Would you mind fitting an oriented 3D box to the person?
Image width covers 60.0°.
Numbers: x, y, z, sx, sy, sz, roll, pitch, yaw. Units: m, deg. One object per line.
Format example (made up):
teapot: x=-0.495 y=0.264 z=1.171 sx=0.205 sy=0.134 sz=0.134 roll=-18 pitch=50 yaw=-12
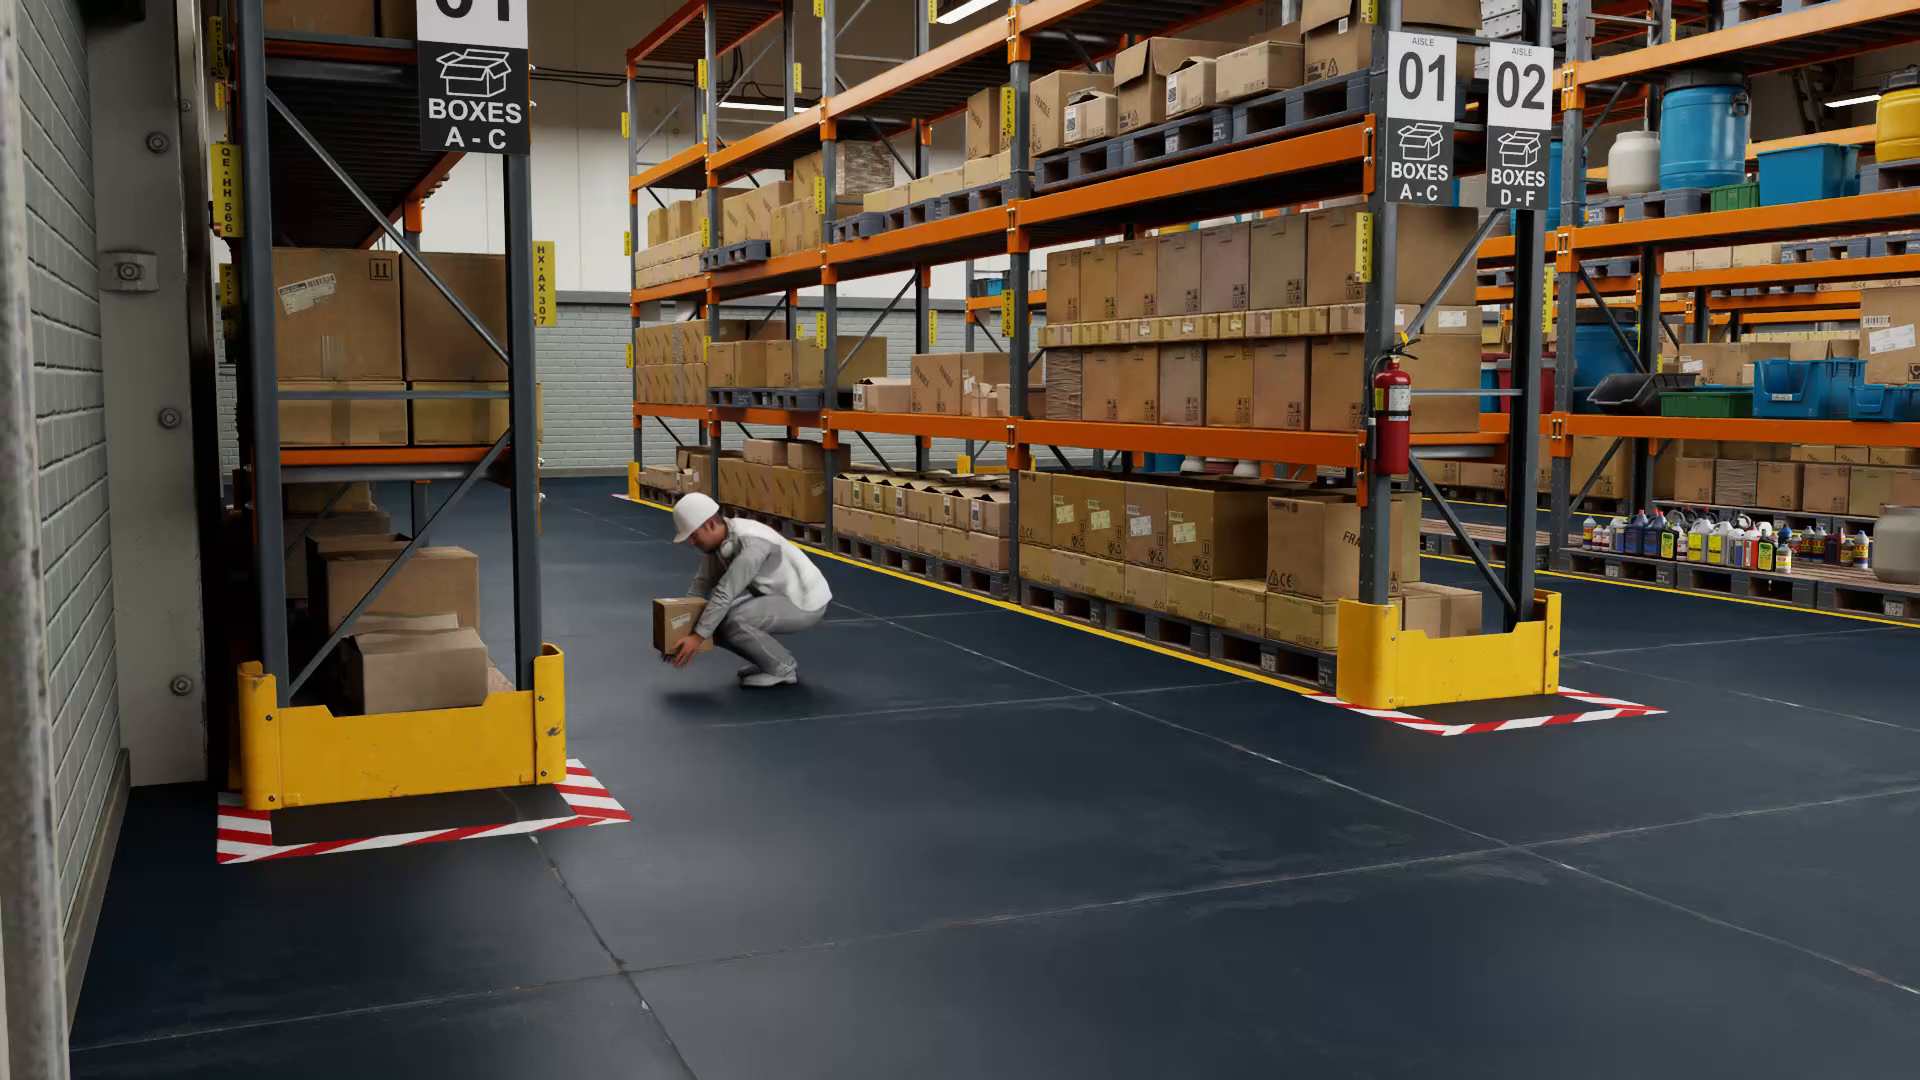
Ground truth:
person: x=-1.107 y=0.250 z=8.603 sx=0.878 sy=1.011 sz=0.526 roll=-2 pitch=6 yaw=-24
